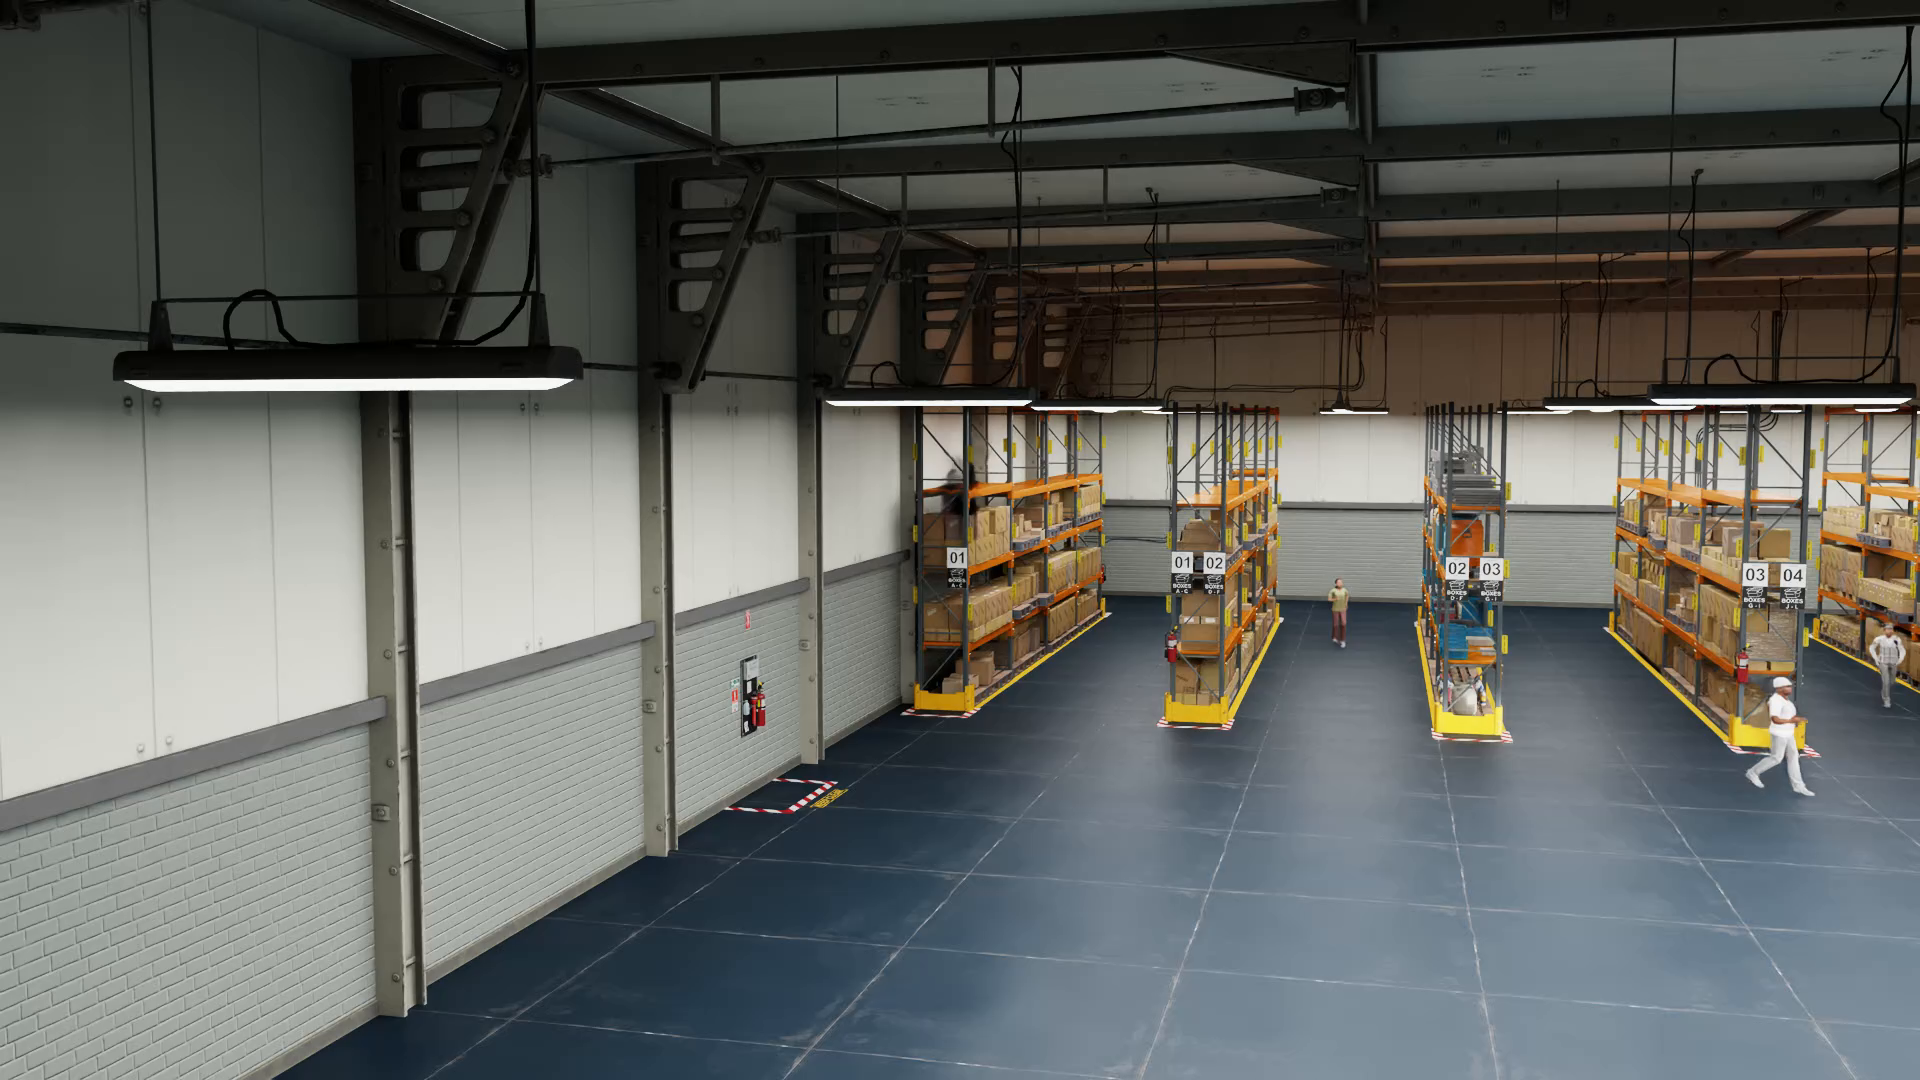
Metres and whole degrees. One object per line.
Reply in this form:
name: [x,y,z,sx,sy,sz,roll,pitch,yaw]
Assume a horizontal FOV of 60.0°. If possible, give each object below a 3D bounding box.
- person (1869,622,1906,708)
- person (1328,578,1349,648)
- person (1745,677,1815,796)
person: [18.440,2.457,33.081,0.637,1.681,0.765,1,4,15]
person: [9.473,1.798,41.584,0.570,1.701,0.831,0,4,1]
person: [12.446,2.954,25.165,0.936,1.770,0.695,4,6,42]
